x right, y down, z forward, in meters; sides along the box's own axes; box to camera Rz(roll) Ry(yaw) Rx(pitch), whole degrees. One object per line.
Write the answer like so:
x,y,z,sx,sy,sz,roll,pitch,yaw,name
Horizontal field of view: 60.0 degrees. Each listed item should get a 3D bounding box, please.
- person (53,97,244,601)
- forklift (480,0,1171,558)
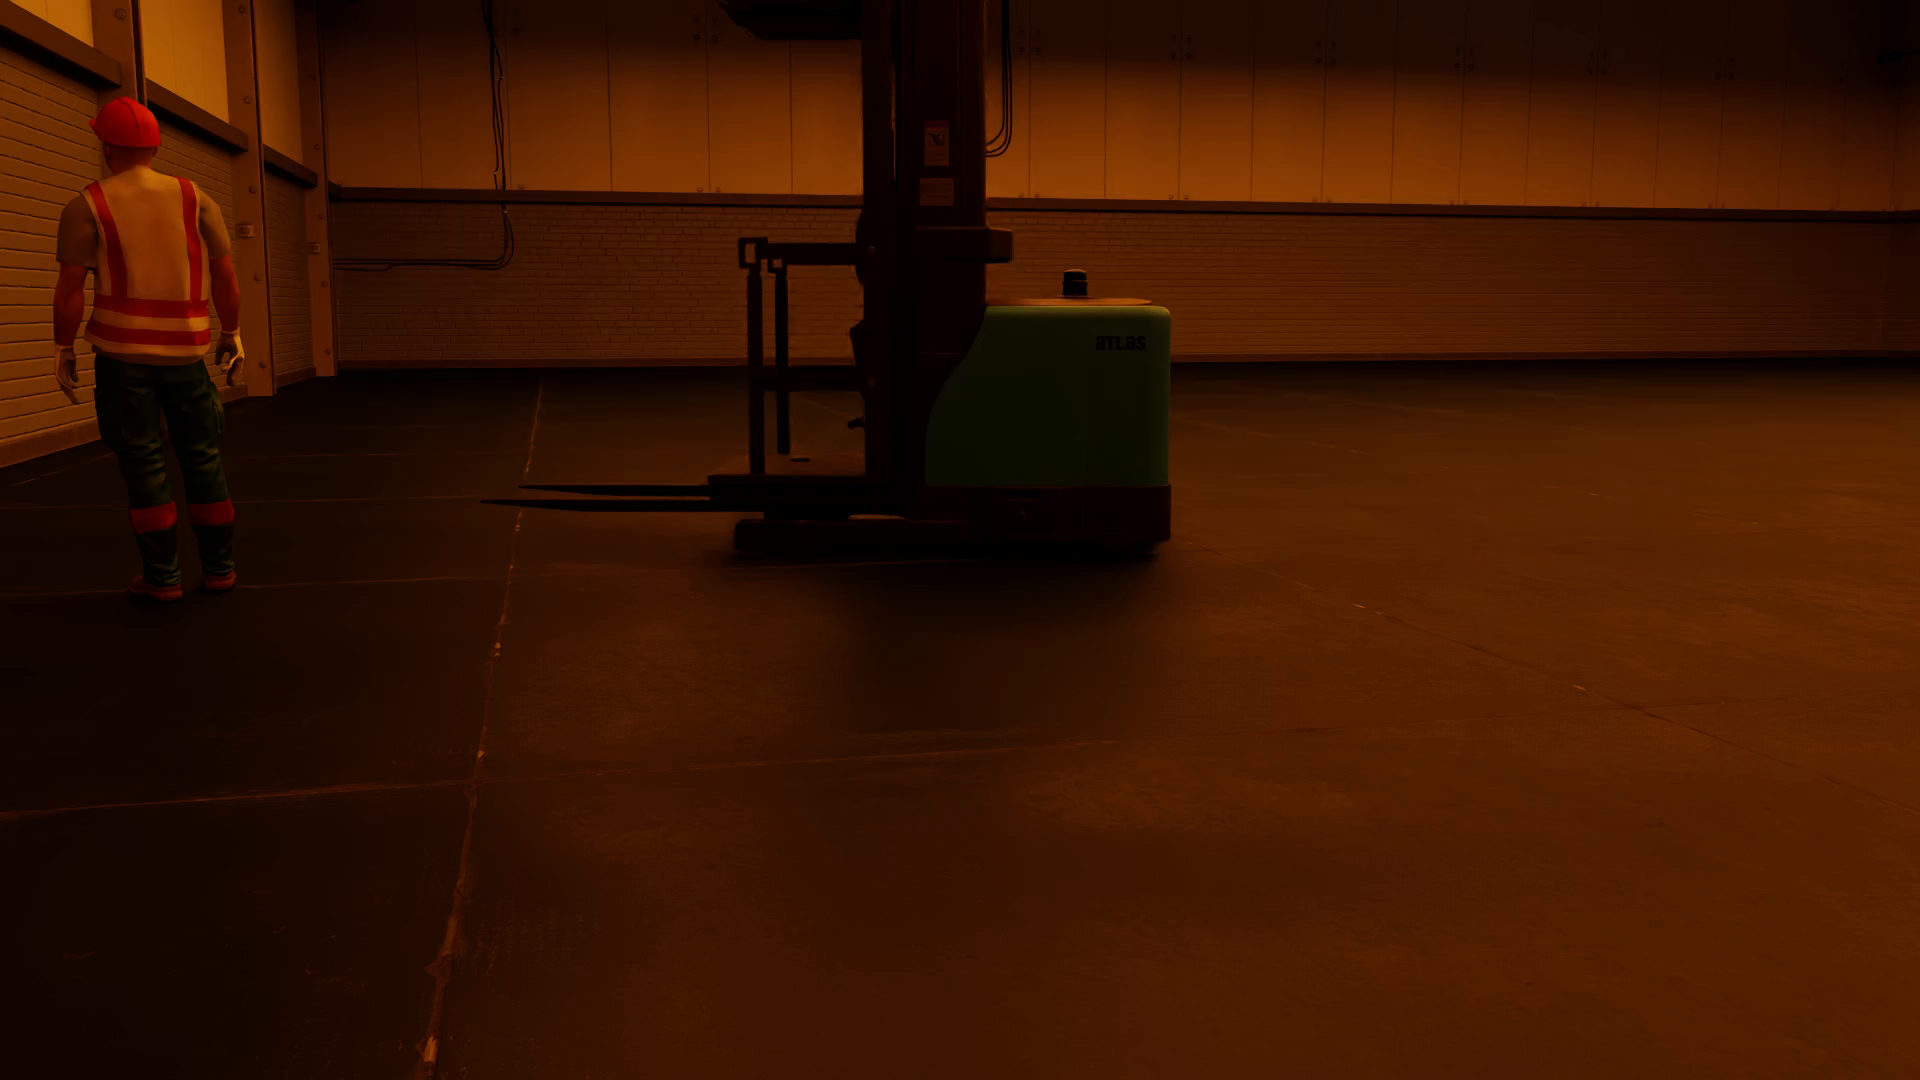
-2.954,-0.678,6.049,0.639,1.787,0.565,-6,10,-38,person
-0.599,-1.446,7.466,3.031,2.935,1.130,0,8,0,forklift
